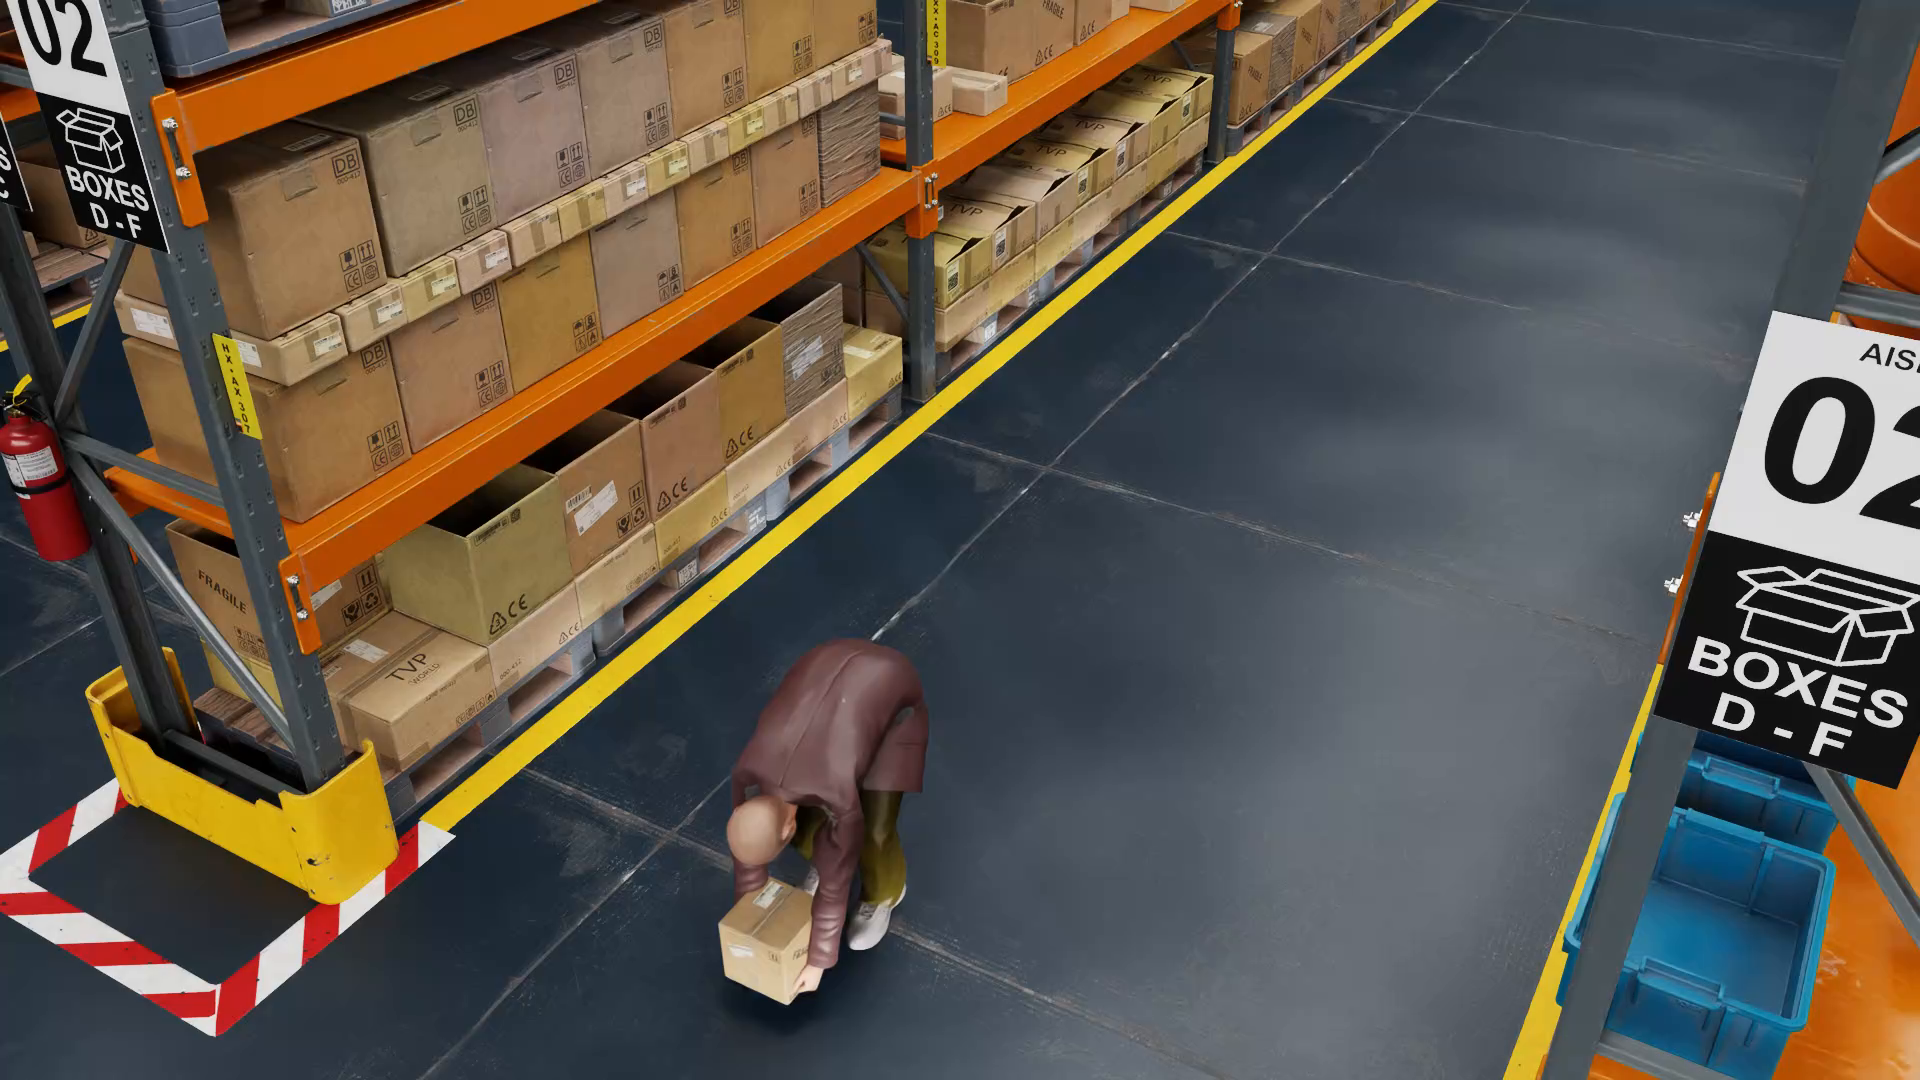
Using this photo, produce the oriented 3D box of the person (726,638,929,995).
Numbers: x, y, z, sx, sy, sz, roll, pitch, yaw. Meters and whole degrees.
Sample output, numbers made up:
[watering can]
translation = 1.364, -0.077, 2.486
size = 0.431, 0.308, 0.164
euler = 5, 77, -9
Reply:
[person]
translation = -0.452, 0.910, 5.442
size = 0.577, 1.052, 0.945
euler = 16, 37, 22
